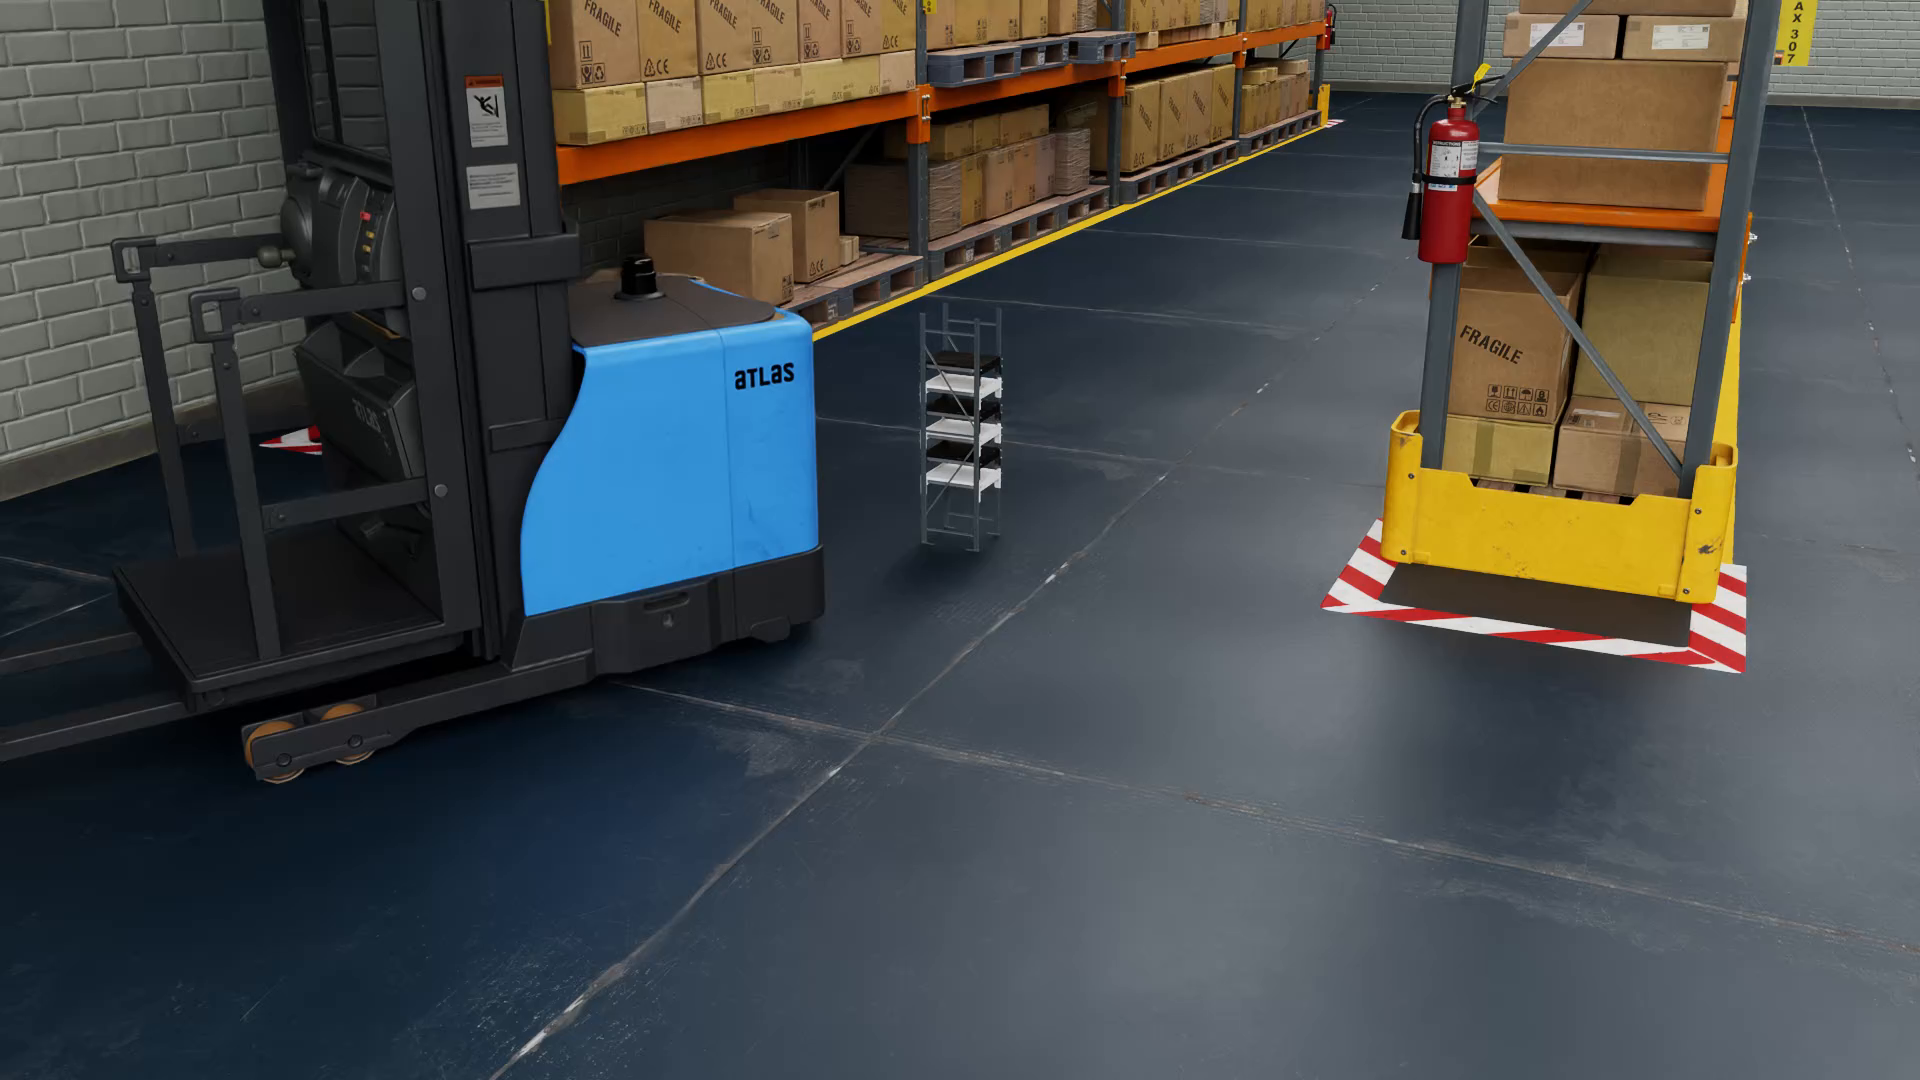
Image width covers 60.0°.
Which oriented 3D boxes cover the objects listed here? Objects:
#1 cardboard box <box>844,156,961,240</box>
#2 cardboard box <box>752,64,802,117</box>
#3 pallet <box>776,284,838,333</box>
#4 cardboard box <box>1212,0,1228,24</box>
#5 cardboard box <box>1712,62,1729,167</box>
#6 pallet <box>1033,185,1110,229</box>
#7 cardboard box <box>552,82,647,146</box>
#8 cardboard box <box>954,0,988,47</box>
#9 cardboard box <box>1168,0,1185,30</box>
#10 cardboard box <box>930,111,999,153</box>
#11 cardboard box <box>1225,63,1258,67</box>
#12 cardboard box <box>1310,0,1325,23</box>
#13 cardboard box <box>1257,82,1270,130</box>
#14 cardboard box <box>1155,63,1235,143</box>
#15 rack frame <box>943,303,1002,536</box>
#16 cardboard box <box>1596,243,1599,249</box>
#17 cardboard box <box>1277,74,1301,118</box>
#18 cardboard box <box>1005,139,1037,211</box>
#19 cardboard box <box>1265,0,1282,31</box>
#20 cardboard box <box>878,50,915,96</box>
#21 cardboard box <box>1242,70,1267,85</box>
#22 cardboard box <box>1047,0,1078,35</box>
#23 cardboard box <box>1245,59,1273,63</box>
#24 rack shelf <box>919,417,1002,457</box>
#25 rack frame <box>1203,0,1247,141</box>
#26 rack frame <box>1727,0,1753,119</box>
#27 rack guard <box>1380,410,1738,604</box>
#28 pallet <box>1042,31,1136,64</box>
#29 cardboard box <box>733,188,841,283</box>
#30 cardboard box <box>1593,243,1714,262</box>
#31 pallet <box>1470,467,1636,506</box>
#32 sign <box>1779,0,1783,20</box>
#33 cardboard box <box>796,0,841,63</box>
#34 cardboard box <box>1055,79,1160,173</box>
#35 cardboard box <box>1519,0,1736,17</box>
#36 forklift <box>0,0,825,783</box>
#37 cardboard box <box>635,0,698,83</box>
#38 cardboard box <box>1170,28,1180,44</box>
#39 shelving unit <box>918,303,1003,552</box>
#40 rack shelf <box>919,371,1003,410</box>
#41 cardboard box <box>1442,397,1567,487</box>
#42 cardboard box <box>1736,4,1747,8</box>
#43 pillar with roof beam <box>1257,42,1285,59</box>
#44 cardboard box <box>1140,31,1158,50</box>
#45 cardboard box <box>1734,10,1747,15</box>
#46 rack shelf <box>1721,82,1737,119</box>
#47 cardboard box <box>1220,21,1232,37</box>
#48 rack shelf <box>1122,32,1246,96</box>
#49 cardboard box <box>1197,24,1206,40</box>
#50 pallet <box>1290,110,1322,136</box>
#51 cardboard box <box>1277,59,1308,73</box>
[{"bbox_3d":[-0.411,-2.480,12.040,0.700,0.500,0.500,9,22,25],"label":"cardboard box"},{"bbox_3d":[-1.223,-2.515,9.257,0.500,0.250,0.500,9,21,23],"label":"cardboard box"},{"bbox_3d":[-1.438,-1.325,9.879,1.003,0.211,1.213,9,21,23],"label":"pallet"},{"bbox_3d":[2.420,-5.532,16.926,0.500,0.500,0.500,9,21,23],"label":"cardboard box"},{"bbox_3d":[2.807,-1.822,6.966,0.700,0.500,0.500,9,21,23],"label":"cardboard box"},{"bbox_3d":[0.619,-2.893,14.290,1.003,0.211,1.213,9,21,23],"label":"pallet"},{"bbox_3d":[-1.846,-2.045,7.936,0.500,0.250,0.500,8,21,21],"label":"cardboard box"},{"bbox_3d":[-0.223,-3.798,11.867,0.700,0.500,0.500,11,22,28],"label":"cardboard box"},{"bbox_3d":[1.800,-5.066,15.615,0.500,0.500,0.500,8,21,22],"label":"cardboard box"},{"bbox_3d":[-0.024,-3.128,12.742,0.500,0.250,0.500,8,21,21],"label":"cardboard box"},{"bbox_3d":[3.372,-5.667,20.064,0.380,0.149,0.250,9,21,23],"label":"cardboard box"},{"bbox_3d":[4.017,-6.876,20.878,0.980,0.700,0.700,10,22,25],"label":"cardboard box"},{"bbox_3d":[3.187,-5.057,19.314,0.700,0.500,0.500,8,21,22],"label":"cardboard box"},{"bbox_3d":[2.431,-4.637,17.613,0.750,0.750,0.750,9,21,23],"label":"cardboard box"},{"bbox_3d":[0.045,-0.458,6.412,0.240,0.900,0.006,9,21,23],"label":"rack frame"},{"bbox_3d":[2.736,-1.243,7.844,0.500,0.500,0.500,9,21,23],"label":"cardboard box"},{"bbox_3d":[3.816,-5.531,20.648,0.700,0.500,0.500,8,21,23],"label":"cardboard box"},{"bbox_3d":[0.199,-2.951,13.364,0.700,0.500,0.500,8,21,22],"label":"cardboard box"},{"bbox_3d":[3.119,-6.196,18.967,0.980,0.700,0.700,8,21,21],"label":"cardboard box"},{"bbox_3d":[-0.615,-2.976,10.553,0.500,0.250,0.500,9,21,23],"label":"cardboard box"},{"bbox_3d":[3.285,-5.289,18.999,0.380,0.149,0.250,9,22,25],"label":"cardboard box"},{"bbox_3d":[0.553,-4.381,13.504,0.700,0.500,0.500,6,21,18],"label":"cardboard box"},{"bbox_3d":[3.683,-5.900,20.719,0.380,0.149,0.250,9,21,23],"label":"cardboard box"},{"bbox_3d":[0.003,-0.395,6.336,0.258,0.077,0.200,9,21,23],"label":"rack shelf"},{"bbox_3d":[2.578,-5.669,17.932,1.000,3.000,0.127,9,21,23],"label":"rack frame"},{"bbox_3d":[3.823,-2.545,9.147,1.000,3.000,0.127,9,21,23],"label":"rack frame"},{"bbox_3d":[2.176,-0.137,6.107,1.175,0.500,0.348,9,21,23],"label":"rack guard"},{"bbox_3d":[0.746,-4.123,13.872,1.213,0.211,1.003,9,21,23],"label":"pallet"},{"bbox_3d":[-1.086,-1.930,10.493,0.500,0.500,0.500,7,21,19],"label":"cardboard box"},{"bbox_3d":[3.004,-1.019,7.214,0.500,0.500,0.500,9,21,23],"label":"cardboard box"},{"bbox_3d":[2.460,-0.248,6.850,1.003,0.211,1.213,9,21,23],"label":"pallet"},{"bbox_3d":[4.330,-2.914,8.776,0.100,0.325,0.005,9,21,23],"label":"sign"},{"bbox_3d":[-1.024,-3.022,9.566,0.500,0.500,0.500,8,21,21],"label":"cardboard box"},{"bbox_3d":[1.361,-3.838,15.365,0.750,0.750,0.750,8,21,22],"label":"cardboard box"},{"bbox_3d":[2.410,-2.137,5.917,0.700,0.500,0.500,9,21,23],"label":"cardboard box"},{"bbox_3d":[-1.945,-0.911,4.657,3.031,2.935,1.130,-14,24,-33],"label":"forklift"},{"bbox_3d":[-1.654,-2.547,8.229,0.500,0.500,0.500,9,21,23],"label":"cardboard box"},{"bbox_3d":[1.905,-4.876,16.049,0.380,0.149,0.250,9,21,23],"label":"cardboard box"},{"bbox_3d":[0.003,-0.426,6.325,0.258,0.900,0.210,9,21,23],"label":"shelving unit"},{"bbox_3d":[0.003,-0.565,6.276,0.258,0.077,0.200,9,21,23],"label":"rack shelf"},{"bbox_3d":[2.135,-0.429,6.674,0.500,0.250,0.500,9,21,23],"label":"cardboard box"},{"bbox_3d":[3.068,-2.159,6.946,0.380,0.149,0.250,8,21,22],"label":"cardboard box"},{"bbox_3d":[8.460,-10.071,21.359,9.100,9.000,0.400,9,21,23],"label":"pillar with roof beam"},{"bbox_3d":[1.584,-4.551,15.135,0.380,0.149,0.250,9,22,24],"label":"cardboard box"},{"bbox_3d":[2.752,-1.922,6.280,0.380,0.149,0.250,9,21,23],"label":"cardboard box"},{"bbox_3d":[4.642,-2.817,10.987,1.077,0.370,4.000,9,21,23],"label":"rack shelf"},{"bbox_3d":[2.617,-5.337,17.345,0.380,0.149,0.250,9,21,24],"label":"cardboard box"},{"bbox_3d":[1.759,-4.718,16.333,1.077,0.370,4.000,9,21,23],"label":"rack shelf"},{"bbox_3d":[2.254,-5.110,16.705,0.380,0.149,0.250,9,21,23],"label":"cardboard box"},{"bbox_3d":[3.960,-5.322,21.120,1.003,0.211,1.213,9,21,23],"label":"pallet"},{"bbox_3d":[4.135,-5.925,20.789,0.380,0.149,0.250,8,21,22],"label":"cardboard box"}]
